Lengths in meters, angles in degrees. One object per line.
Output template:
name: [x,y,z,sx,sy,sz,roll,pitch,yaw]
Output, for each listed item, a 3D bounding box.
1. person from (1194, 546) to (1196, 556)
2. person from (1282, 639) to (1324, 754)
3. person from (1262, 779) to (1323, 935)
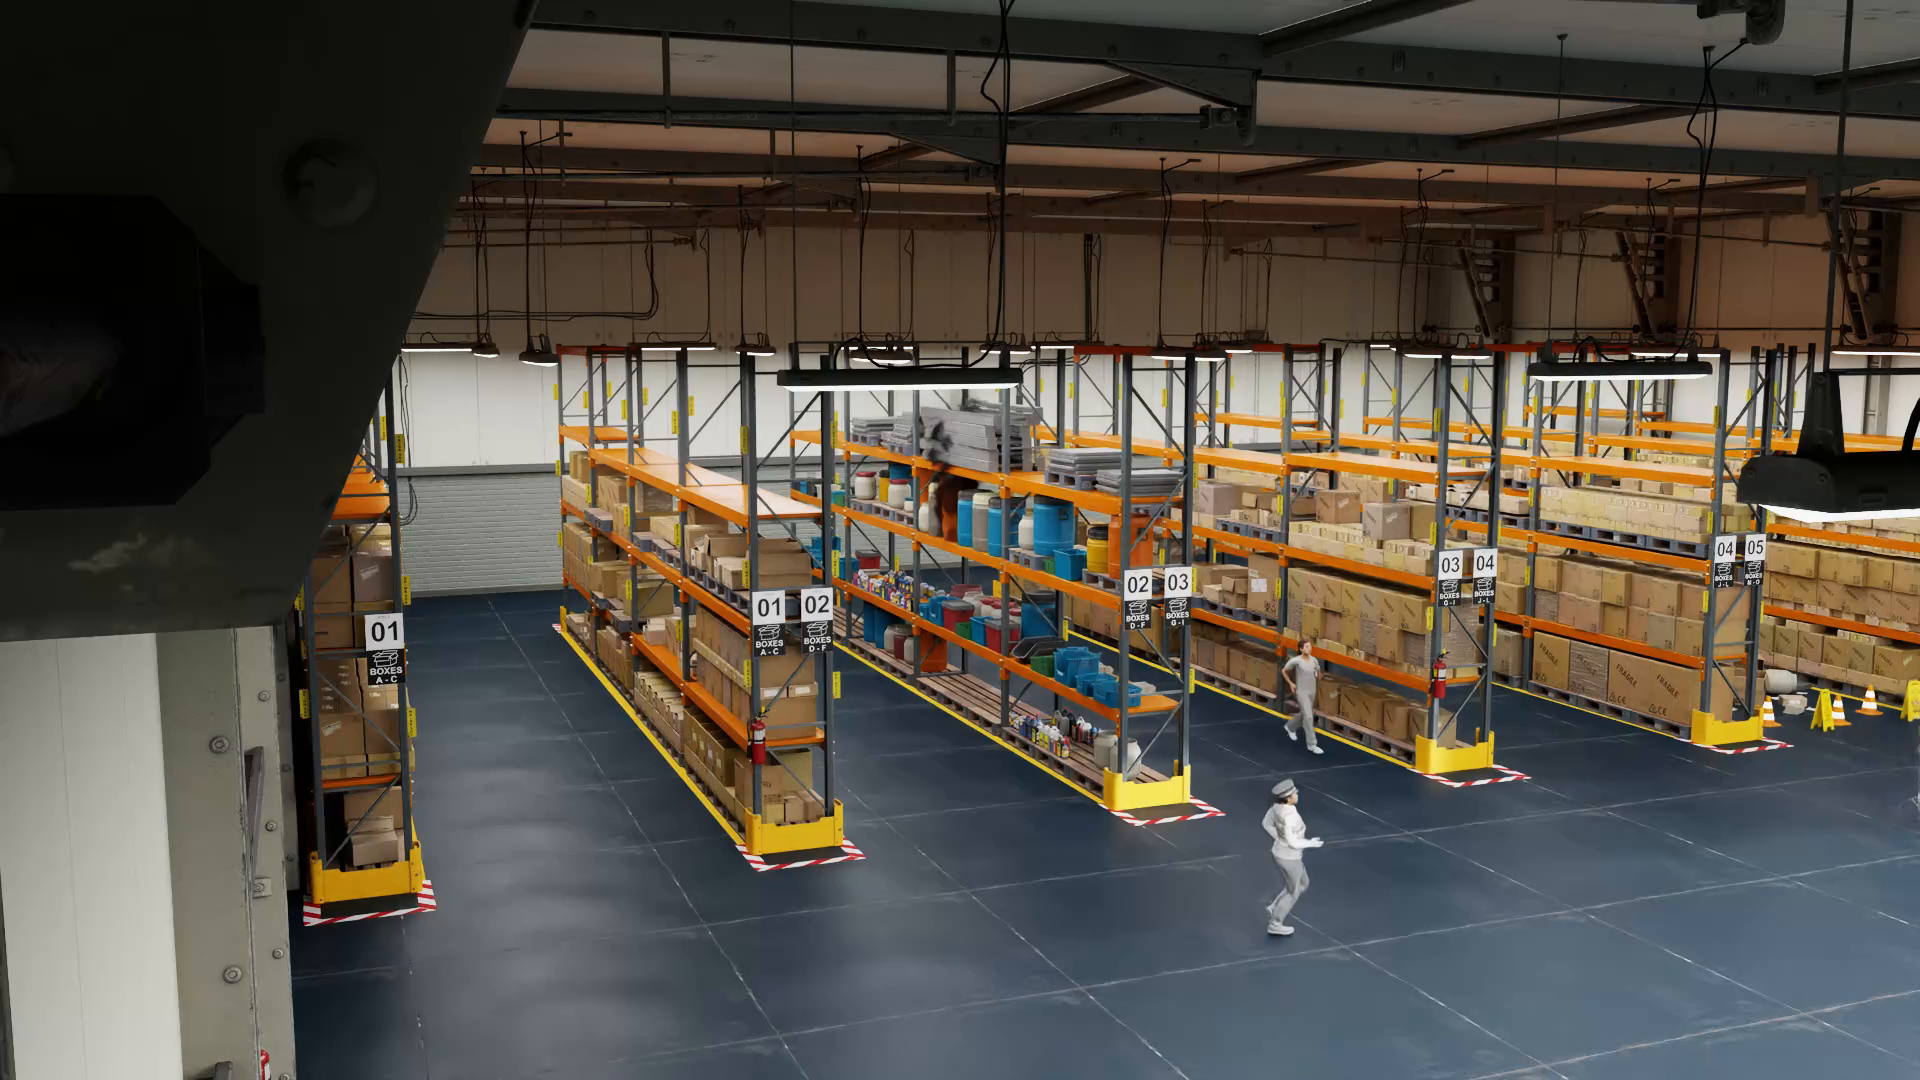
person: [5.783,0.272,41.487,0.804,1.663,0.616,-3,8,-25]
person: [5.180,2.316,25.023,0.564,1.636,0.969,-4,8,-29]
person: [3.485,3.301,17.375,0.554,1.655,0.602,0,7,-3]
